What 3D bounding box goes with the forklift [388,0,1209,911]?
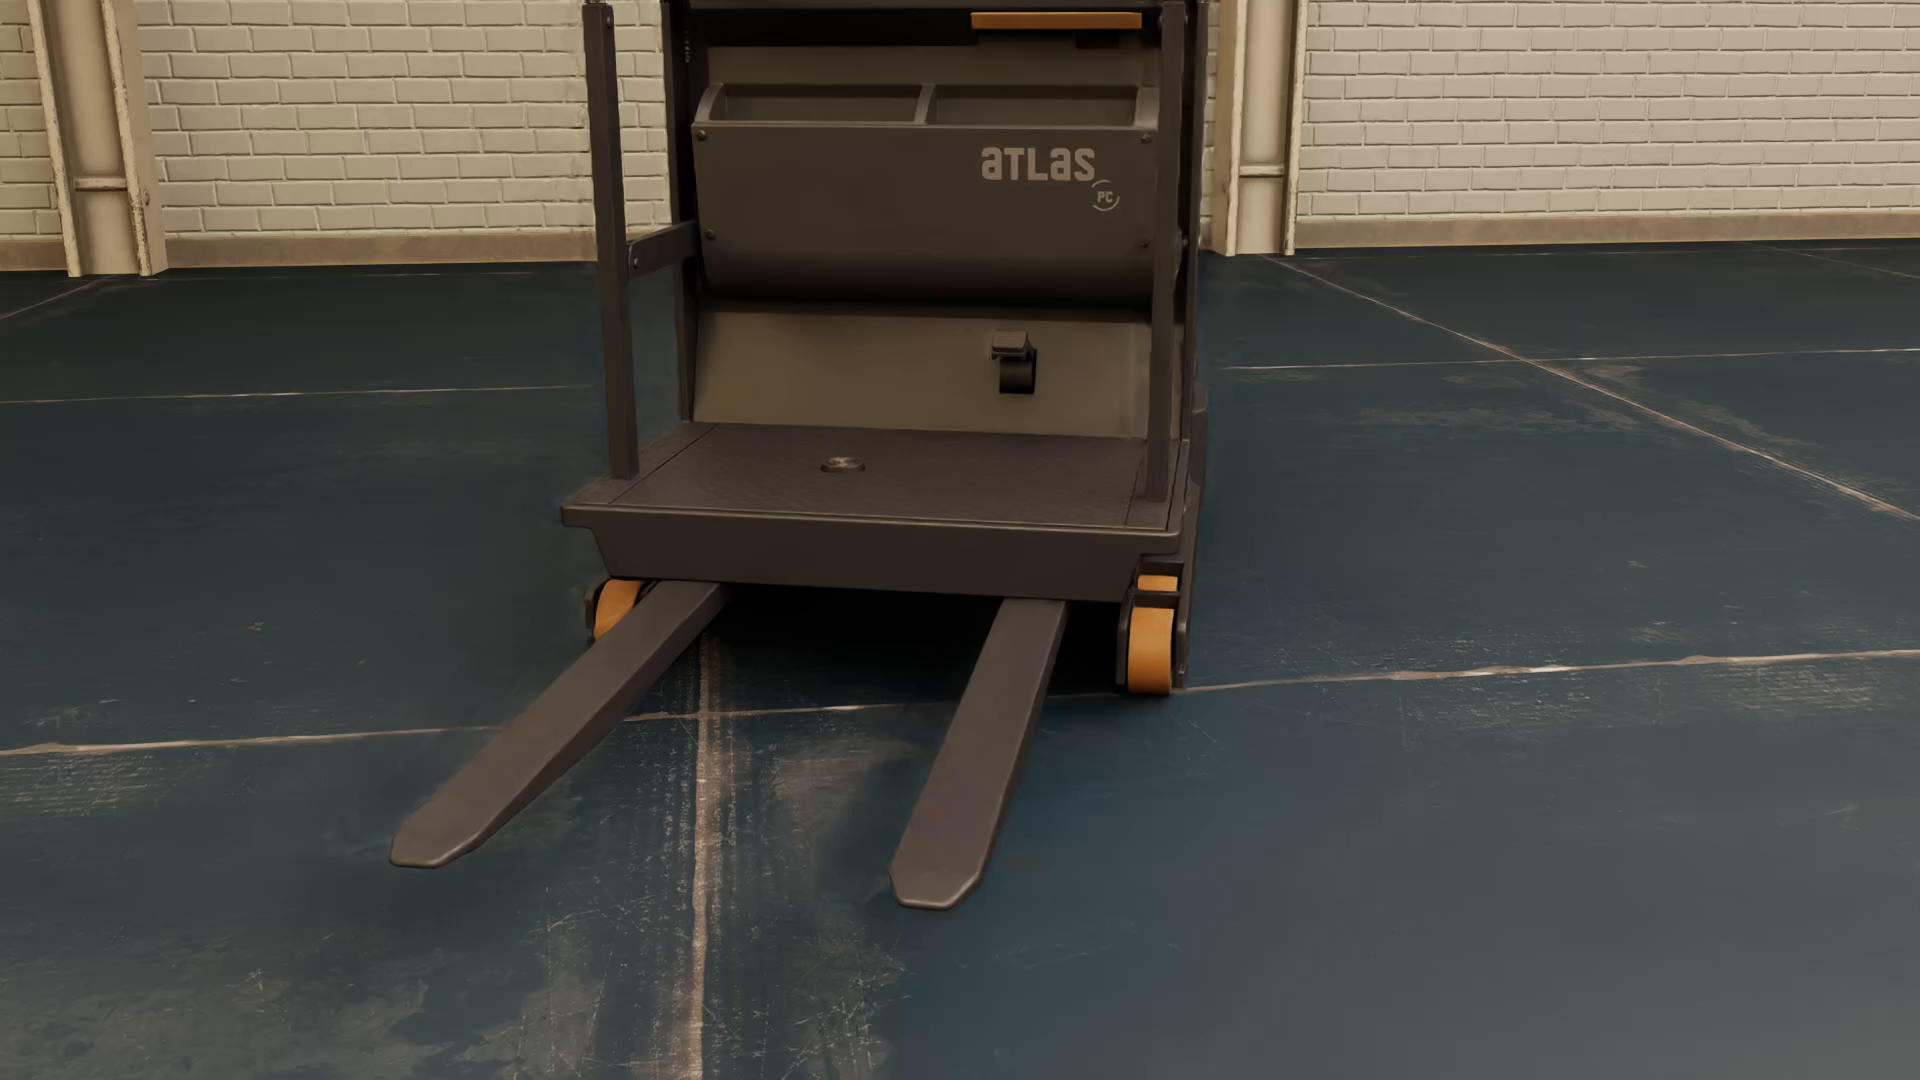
[{"bbox_3d":[-0.097,-1.230,2.966,1.130,2.935,3.031,3,17,9],"label":"forklift"}]
